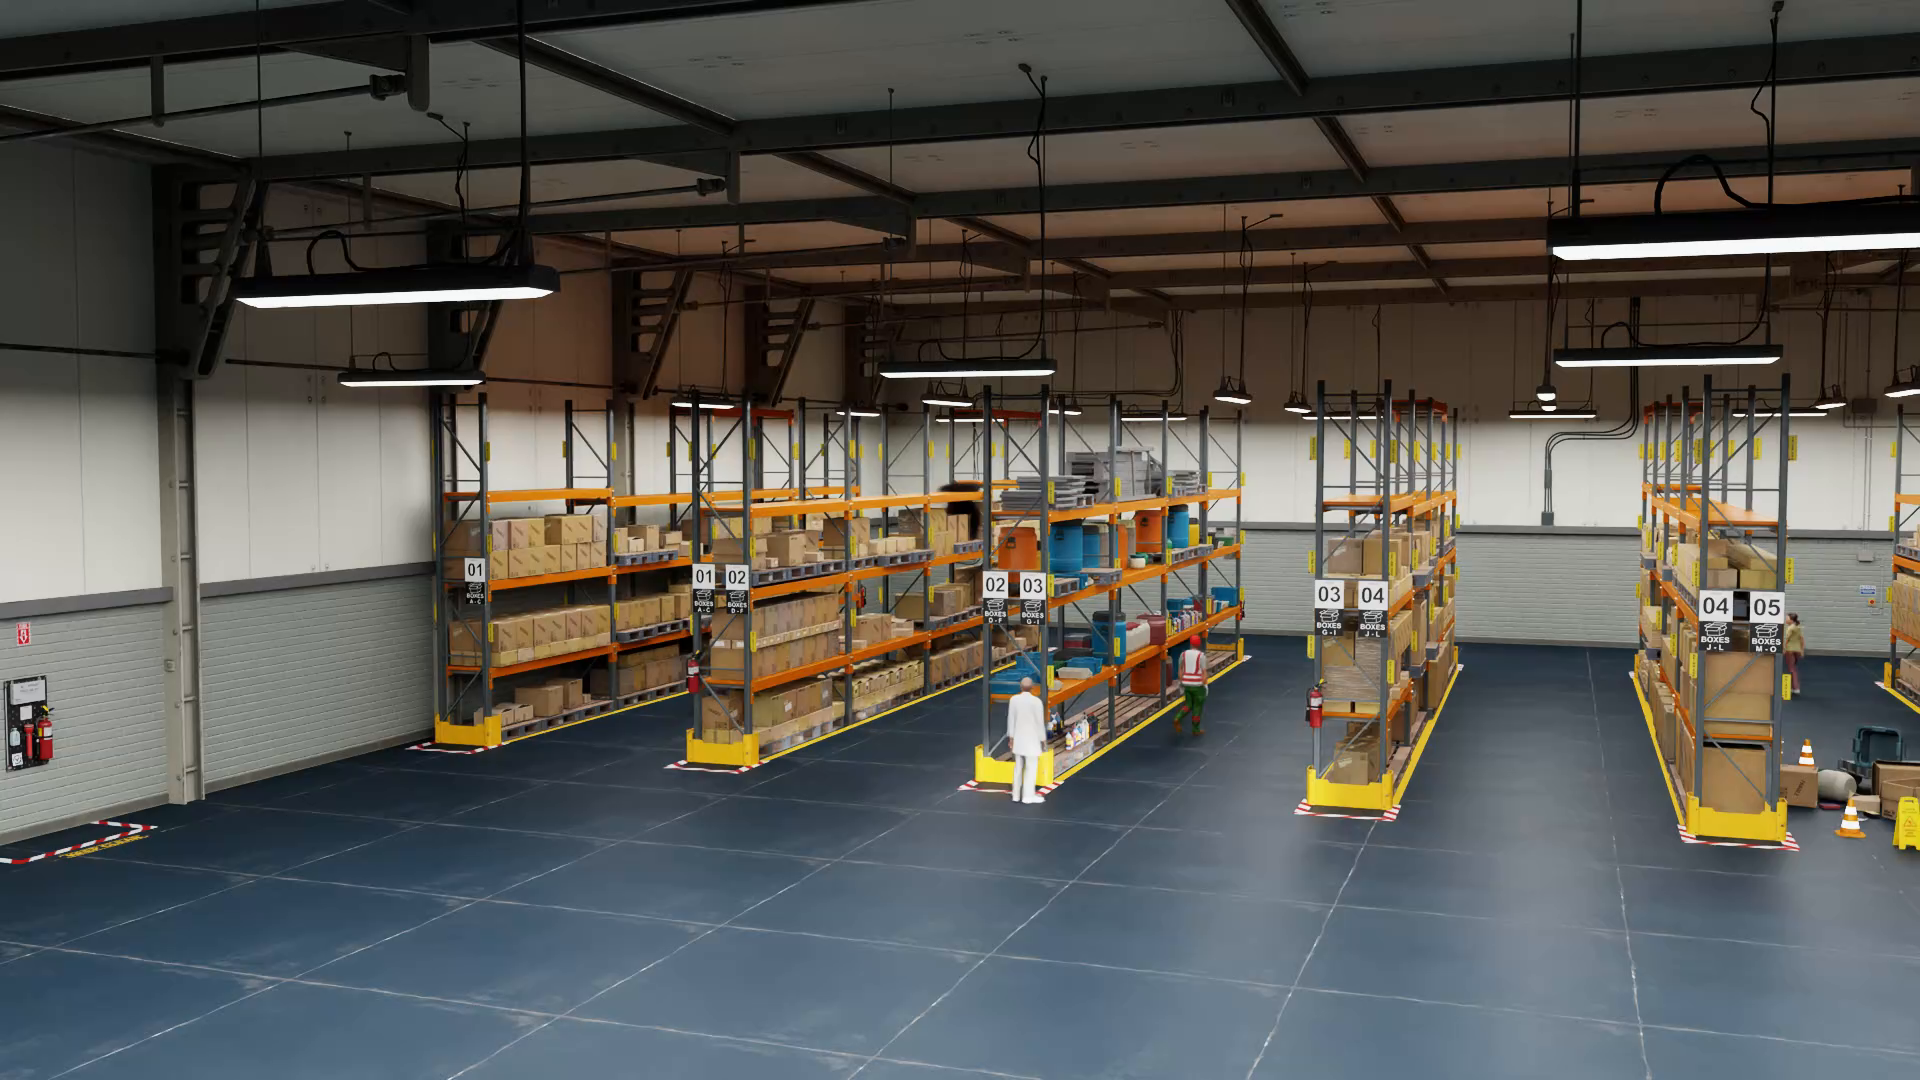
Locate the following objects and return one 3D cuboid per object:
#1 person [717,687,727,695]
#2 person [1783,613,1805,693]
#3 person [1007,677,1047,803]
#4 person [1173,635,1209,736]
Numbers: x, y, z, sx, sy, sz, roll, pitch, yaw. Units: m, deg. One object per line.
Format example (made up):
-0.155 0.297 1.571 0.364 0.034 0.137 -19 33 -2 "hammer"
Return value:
-4.591 2.402 32.621 0.466 1.738 0.557 -2 4 -34 "person"
17.211 2.344 34.437 0.571 1.687 0.694 0 3 -3 "person"
0.974 2.840 23.711 0.388 1.787 0.582 -3 4 -40 "person"
4.063 2.548 29.148 0.669 1.781 0.528 -2 4 -33 "person"
